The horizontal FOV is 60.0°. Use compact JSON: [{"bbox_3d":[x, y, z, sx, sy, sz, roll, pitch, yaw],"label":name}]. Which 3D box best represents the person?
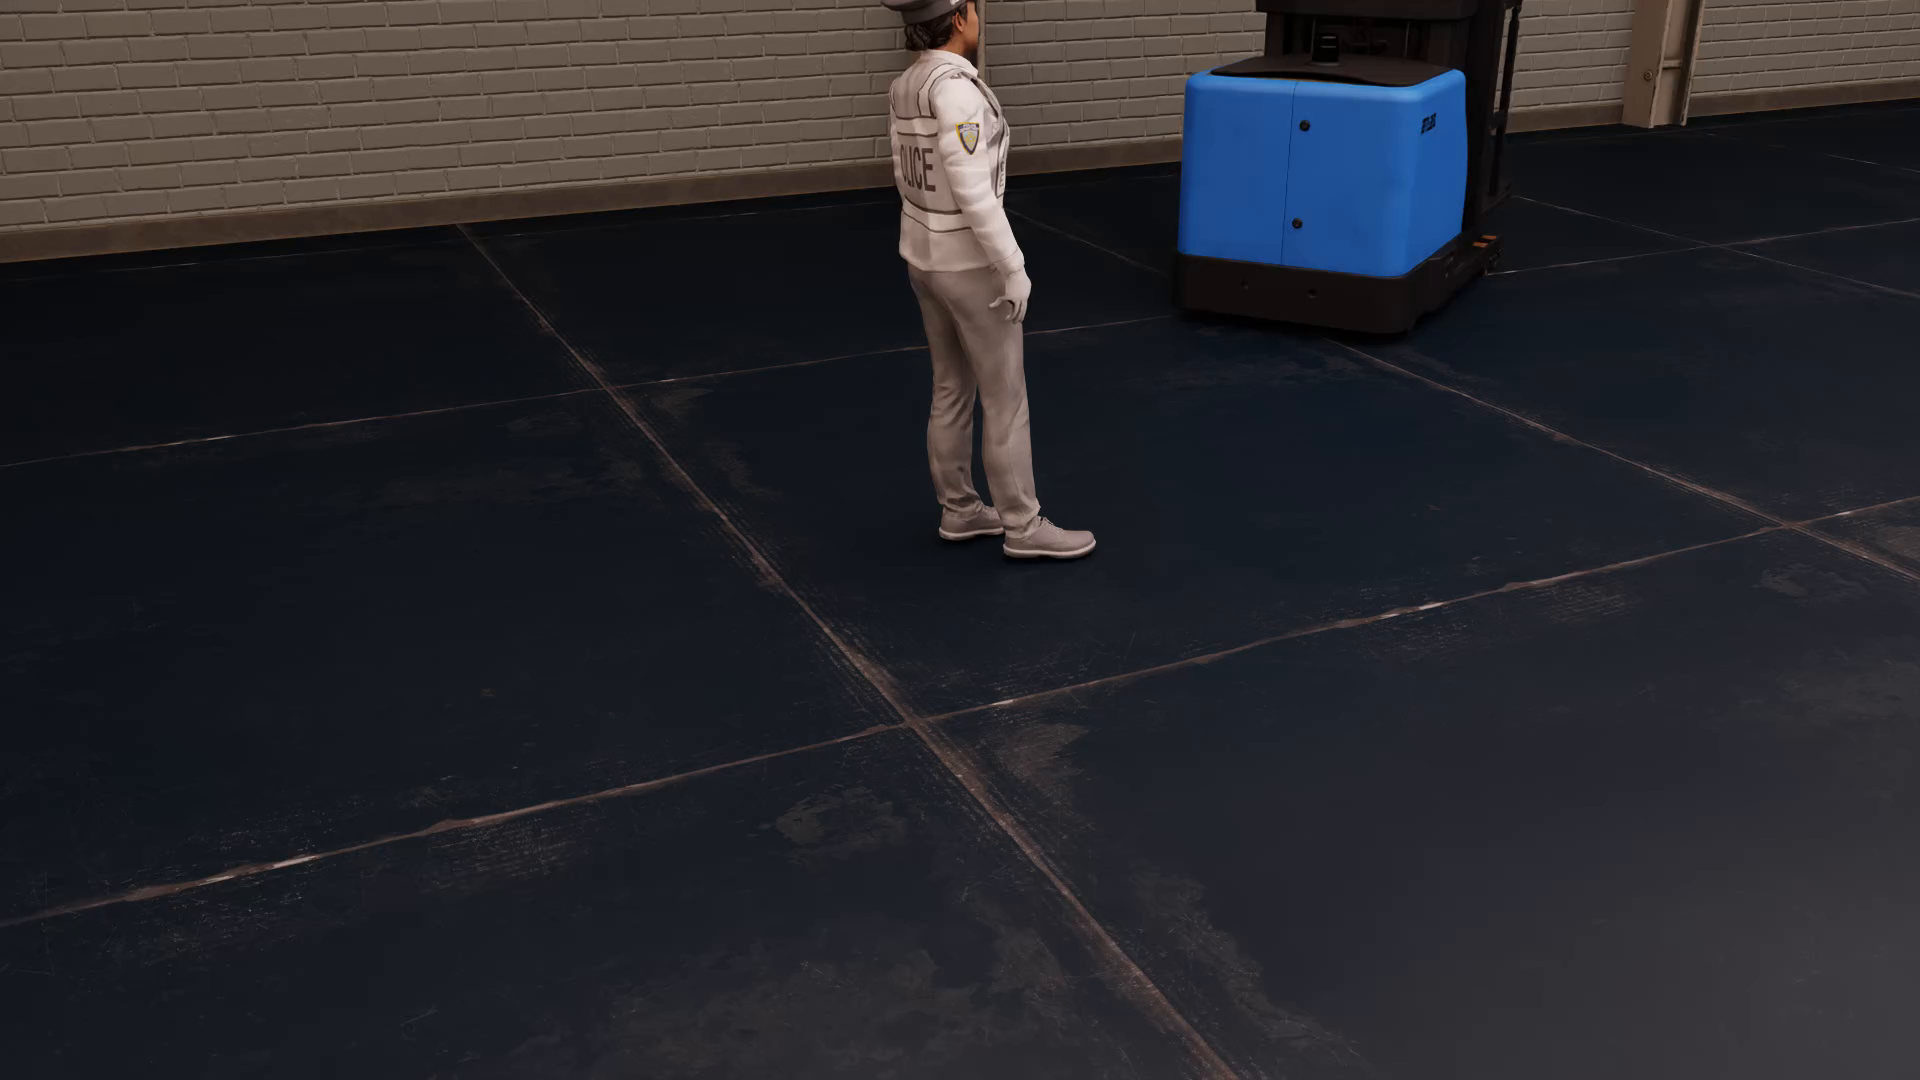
[{"bbox_3d":[0.065,-0.798,4.800,0.531,1.695,0.588,-10,25,-23],"label":"person"}]

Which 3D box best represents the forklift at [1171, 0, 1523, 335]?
[{"bbox_3d":[2.105,-2.745,7.894,1.130,2.935,3.031,12,25,27],"label":"forklift"}]
